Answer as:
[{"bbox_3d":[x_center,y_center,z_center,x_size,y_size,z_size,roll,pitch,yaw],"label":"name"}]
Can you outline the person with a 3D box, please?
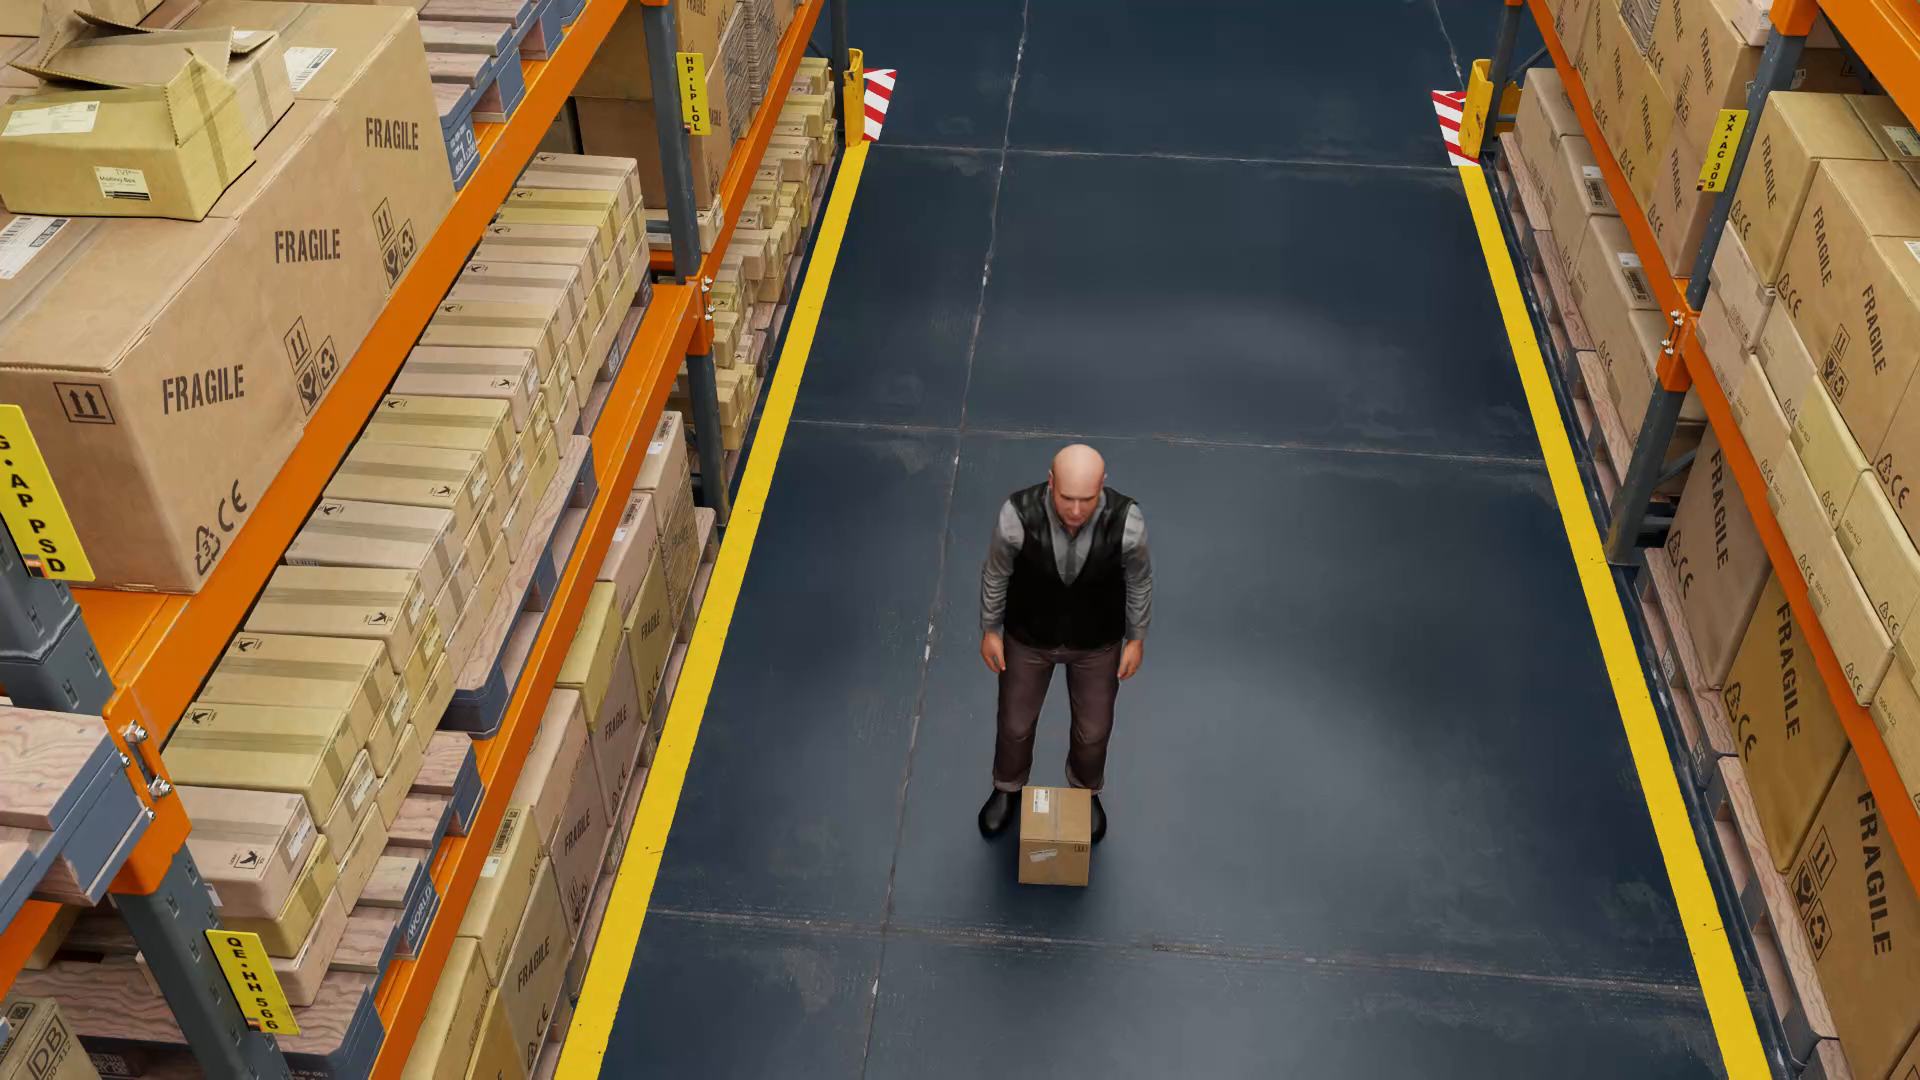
[{"bbox_3d":[0.360,0.330,5.778,0.583,1.721,0.412,3,40,3],"label":"person"}]
